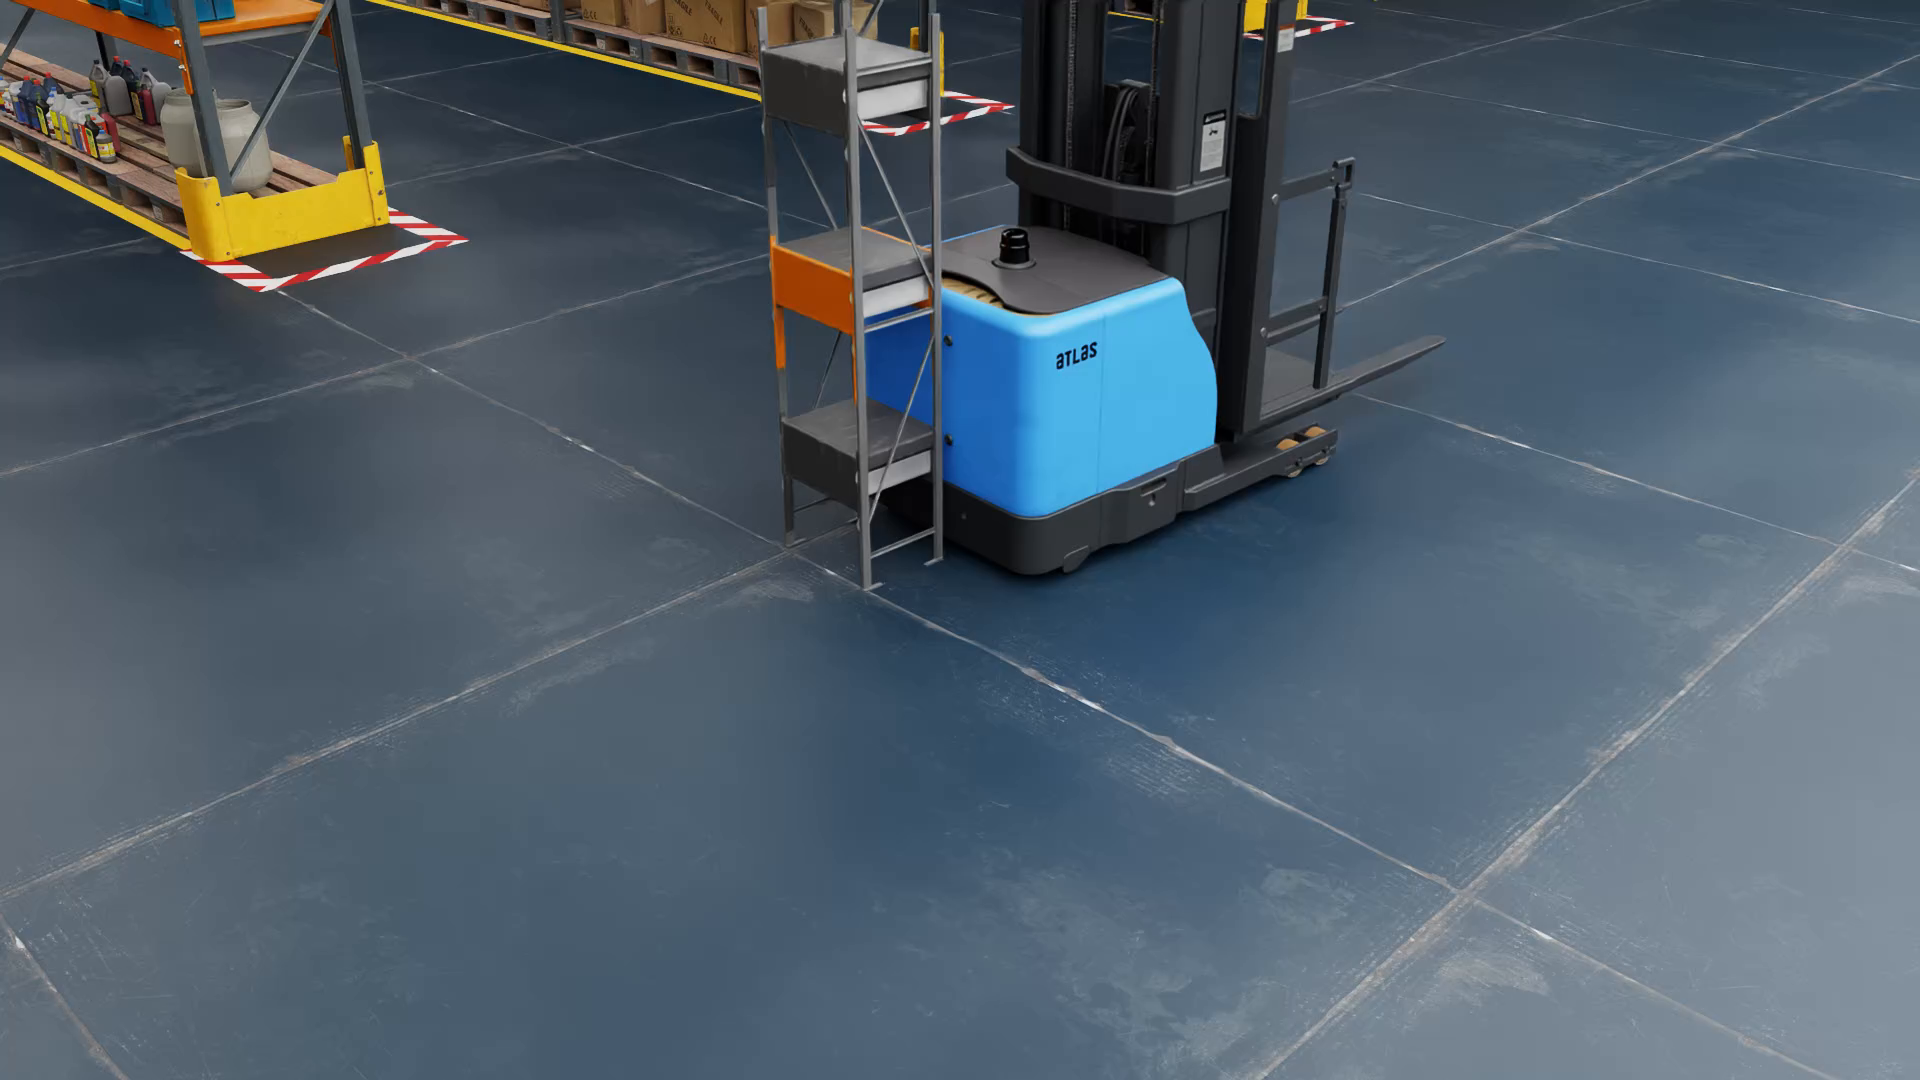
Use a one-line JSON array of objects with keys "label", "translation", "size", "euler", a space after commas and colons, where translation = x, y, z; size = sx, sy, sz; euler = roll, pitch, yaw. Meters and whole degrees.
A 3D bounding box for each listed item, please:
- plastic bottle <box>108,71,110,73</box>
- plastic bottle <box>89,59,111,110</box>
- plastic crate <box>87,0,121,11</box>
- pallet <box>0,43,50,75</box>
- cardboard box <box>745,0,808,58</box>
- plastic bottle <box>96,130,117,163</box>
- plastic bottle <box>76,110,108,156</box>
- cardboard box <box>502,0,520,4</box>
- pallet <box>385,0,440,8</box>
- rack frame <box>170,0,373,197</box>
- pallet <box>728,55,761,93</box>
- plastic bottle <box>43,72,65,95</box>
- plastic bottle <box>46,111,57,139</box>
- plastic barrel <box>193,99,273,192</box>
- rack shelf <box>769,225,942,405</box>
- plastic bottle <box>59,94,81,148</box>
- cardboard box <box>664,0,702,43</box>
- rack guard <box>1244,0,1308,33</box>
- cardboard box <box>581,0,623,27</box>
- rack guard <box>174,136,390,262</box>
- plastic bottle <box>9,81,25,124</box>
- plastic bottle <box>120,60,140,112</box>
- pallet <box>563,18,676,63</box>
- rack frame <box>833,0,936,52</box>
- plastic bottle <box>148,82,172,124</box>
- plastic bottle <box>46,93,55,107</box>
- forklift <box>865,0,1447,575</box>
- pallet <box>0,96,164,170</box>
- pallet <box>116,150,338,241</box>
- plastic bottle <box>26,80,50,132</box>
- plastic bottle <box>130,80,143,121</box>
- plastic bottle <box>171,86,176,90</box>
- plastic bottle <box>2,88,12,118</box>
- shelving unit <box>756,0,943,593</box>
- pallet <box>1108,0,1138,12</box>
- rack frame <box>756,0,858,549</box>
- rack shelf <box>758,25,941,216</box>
[{"label": "plastic bottle", "translation": [-6.431, -3.455, 12.631], "size": [0.097, 0.201, 0.097], "euler": [0, 28, 0]}, {"label": "plastic bottle", "translation": [-6.348, -3.373, 12.316], "size": [0.185, 0.351, 0.144], "euler": [25, 36, 38]}, {"label": "plastic crate", "translation": [-5.082, -3.420, 10.191], "size": [0.408, 0.251, 0.499], "euler": [25, 36, 38]}, {"label": "pallet", "translation": [-8.370, -3.921, 13.979], "size": [1.213, 0.211, 1.003], "euler": [25, 36, 38]}, {"label": "cardboard box", "translation": [-1.467, -4.324, 13.986], "size": [0.500, 0.500, 0.500], "euler": [-15, 31, -27]}, {"label": "plastic bottle", "translation": [-5.673, -2.618, 11.040], "size": [0.097, 0.201, 0.097], "euler": [0, 28, 0]}, {"label": "plastic bottle", "translation": [-5.833, -2.743, 11.197], "size": [0.135, 0.276, 0.152], "euler": [25, 37, 39]}, {"label": "cardboard box", "translation": [-4.185, -5.615, 16.418], "size": [0.500, 0.500, 0.700], "euler": [24, 36, 38]}, {"label": "pallet", "translation": [-5.732, -5.973, 17.882], "size": [1.213, 0.211, 1.003], "euler": [25, 36, 38]}, {"label": "rack frame", "translation": [-4.056, -3.208, 9.628], "size": [0.127, 3.000, 1.000], "euler": [25, 36, 38]}, {"label": "pallet", "translation": [-1.192, -3.919, 13.977], "size": [1.213, 0.211, 1.003], "euler": [25, 36, 38]}, {"label": "plastic bottle", "translation": [-6.523, -3.182, 11.953], "size": [0.185, 0.351, 0.144], "euler": [25, 36, 38]}, {"label": "plastic bottle", "translation": [-6.304, -2.907, 11.589], "size": [0.097, 0.201, 0.097], "euler": [0, 28, 0]}, {"label": "plastic barrel", "translation": [-4.579, -2.482, 10.470], "size": [0.421, 0.512, 0.421], "euler": [0, 28, 0]}, {"label": "rack shelf", "translation": [-0.384, -0.863, 6.164], "size": [0.431, 0.518, 0.480], "euler": [-23, 35, -36]}, {"label": "plastic bottle", "translation": [-6.053, -2.874, 11.366], "size": [0.144, 0.351, 0.185], "euler": [-24, 36, -37]}, {"label": "cardboard box", "translation": [-2.267, -4.732, 14.761], "size": [0.500, 0.500, 0.500], "euler": [21, 34, 34]}, {"label": "rack guard", "translation": [2.983, -5.351, 16.389], "size": [0.348, 0.500, 1.175], "euler": [25, 36, 38]}, {"label": "cardboard box", "translation": [-3.179, -5.093, 15.447], "size": [0.500, 0.500, 0.500], "euler": [23, 36, 37]}, {"label": "rack guard", "translation": [-4.143, -2.111, 10.228], "size": [0.348, 0.500, 1.175], "euler": [25, 36, 38]}, {"label": "plastic bottle", "translation": [-6.739, -3.157, 11.984], "size": [0.152, 0.276, 0.135], "euler": [-24, 36, -37]}, {"label": "plastic bottle", "translation": [-6.110, -3.359, 12.288], "size": [0.185, 0.351, 0.144], "euler": [22, 35, 36]}, {"label": "pallet", "translation": [-2.932, -4.715, 15.491], "size": [1.213, 0.211, 1.003], "euler": [25, 36, 38]}, {"label": "rack frame", "translation": [-0.583, -4.852, 12.754], "size": [0.127, 3.000, 1.000], "euler": [25, 36, 38]}, {"label": "plastic bottle", "translation": [-5.767, -3.166, 12.001], "size": [0.152, 0.276, 0.135], "euler": [-25, 36, -38]}, {"label": "plastic bottle", "translation": [-6.358, -3.002, 11.696], "size": [0.097, 0.271, 0.097], "euler": [0, 28, 0]}, {"label": "forklift", "translation": [1.039, -1.732, 6.894], "size": [3.031, 2.935, 1.130], "euler": [-23, 35, -36]}, {"label": "pallet", "translation": [-6.459, -3.046, 12.316], "size": [1.213, 0.211, 1.003], "euler": [25, 36, 38]}, {"label": "pallet", "translation": [-4.719, -2.250, 10.802], "size": [1.213, 0.211, 1.003], "euler": [25, 36, 38]}, {"label": "plastic bottle", "translation": [-6.489, -3.073, 11.745], "size": [0.185, 0.351, 0.144], "euler": [23, 35, 36]}, {"label": "plastic bottle", "translation": [-5.933, -3.181, 12.022], "size": [0.133, 0.283, 0.061], "euler": [25, 36, 38]}, {"label": "plastic bottle", "translation": [-5.591, -3.101, 11.883], "size": [0.097, 0.271, 0.097], "euler": [0, 28, 0]}, {"label": "plastic bottle", "translation": [-6.916, -3.187, 12.122], "size": [0.097, 0.201, 0.097], "euler": [0, 28, 0]}, {"label": "shelving unit", "translation": [-0.384, -0.875, 6.158], "size": [0.431, 2.100, 0.503], "euler": [-23, 35, -36]}, {"label": "pallet", "translation": [1.475, -5.864, 17.675], "size": [1.213, 0.211, 1.003], "euler": [25, 36, 38]}, {"label": "rack frame", "translation": [-0.547, -0.959, 6.318], "size": [0.400, 2.100, 0.015], "euler": [-23, 35, -36]}, {"label": "rack shelf", "translation": [-0.385, -1.482, 5.838], "size": [0.431, 0.518, 0.480], "euler": [-23, 35, -36]}]
